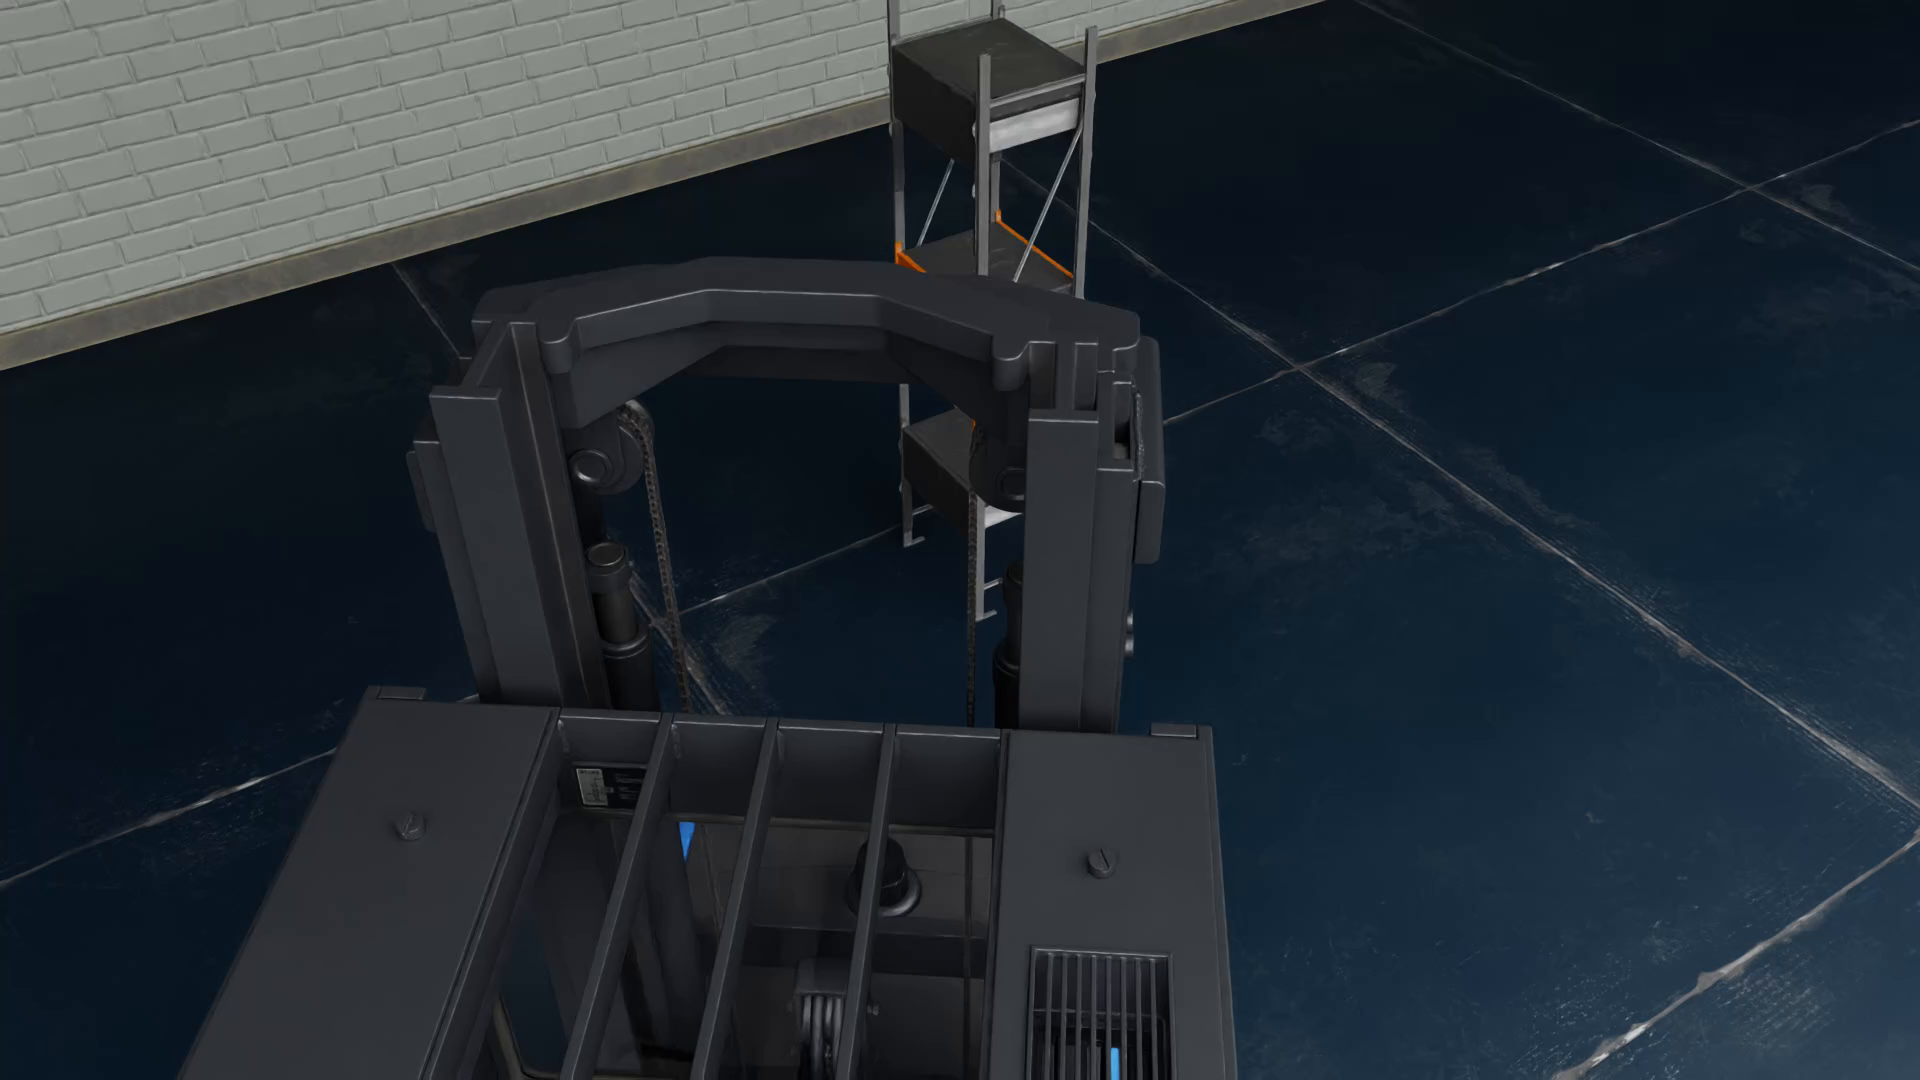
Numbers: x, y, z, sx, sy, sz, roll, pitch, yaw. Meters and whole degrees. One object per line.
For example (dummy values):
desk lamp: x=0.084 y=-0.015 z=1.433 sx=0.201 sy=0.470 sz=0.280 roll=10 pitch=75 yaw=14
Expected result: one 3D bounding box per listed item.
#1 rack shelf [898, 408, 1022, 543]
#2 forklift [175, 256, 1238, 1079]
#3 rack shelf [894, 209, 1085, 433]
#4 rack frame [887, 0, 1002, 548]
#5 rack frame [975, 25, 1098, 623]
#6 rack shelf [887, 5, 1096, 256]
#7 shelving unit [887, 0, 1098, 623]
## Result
rack shelf: x=0.089 y=-0.169 z=5.927 sx=0.431 sy=0.518 sz=0.480 roll=-22 pitch=45 yaw=-24
forklift: x=-0.244 y=1.193 z=2.529 sx=1.130 sy=2.935 sz=3.031 roll=2 pitch=40 yaw=3
rack shelf: x=0.089 y=-0.707 z=5.479 sx=0.431 sy=0.518 sz=0.480 roll=-22 pitch=45 yaw=-24
rack frame: x=-0.042 y=-0.849 z=5.629 sx=0.400 sy=2.100 sz=0.015 roll=-22 pitch=45 yaw=-24
rack frame: x=0.220 y=-0.586 z=5.313 sx=0.400 sy=2.100 sz=0.015 roll=-22 pitch=45 yaw=-24
rack shelf: x=0.089 y=-1.245 z=5.031 sx=0.431 sy=0.518 sz=0.480 roll=-22 pitch=45 yaw=-24
shelving unit: x=0.089 y=-0.717 z=5.471 sx=0.431 sy=2.100 sz=0.503 roll=-22 pitch=45 yaw=-24
